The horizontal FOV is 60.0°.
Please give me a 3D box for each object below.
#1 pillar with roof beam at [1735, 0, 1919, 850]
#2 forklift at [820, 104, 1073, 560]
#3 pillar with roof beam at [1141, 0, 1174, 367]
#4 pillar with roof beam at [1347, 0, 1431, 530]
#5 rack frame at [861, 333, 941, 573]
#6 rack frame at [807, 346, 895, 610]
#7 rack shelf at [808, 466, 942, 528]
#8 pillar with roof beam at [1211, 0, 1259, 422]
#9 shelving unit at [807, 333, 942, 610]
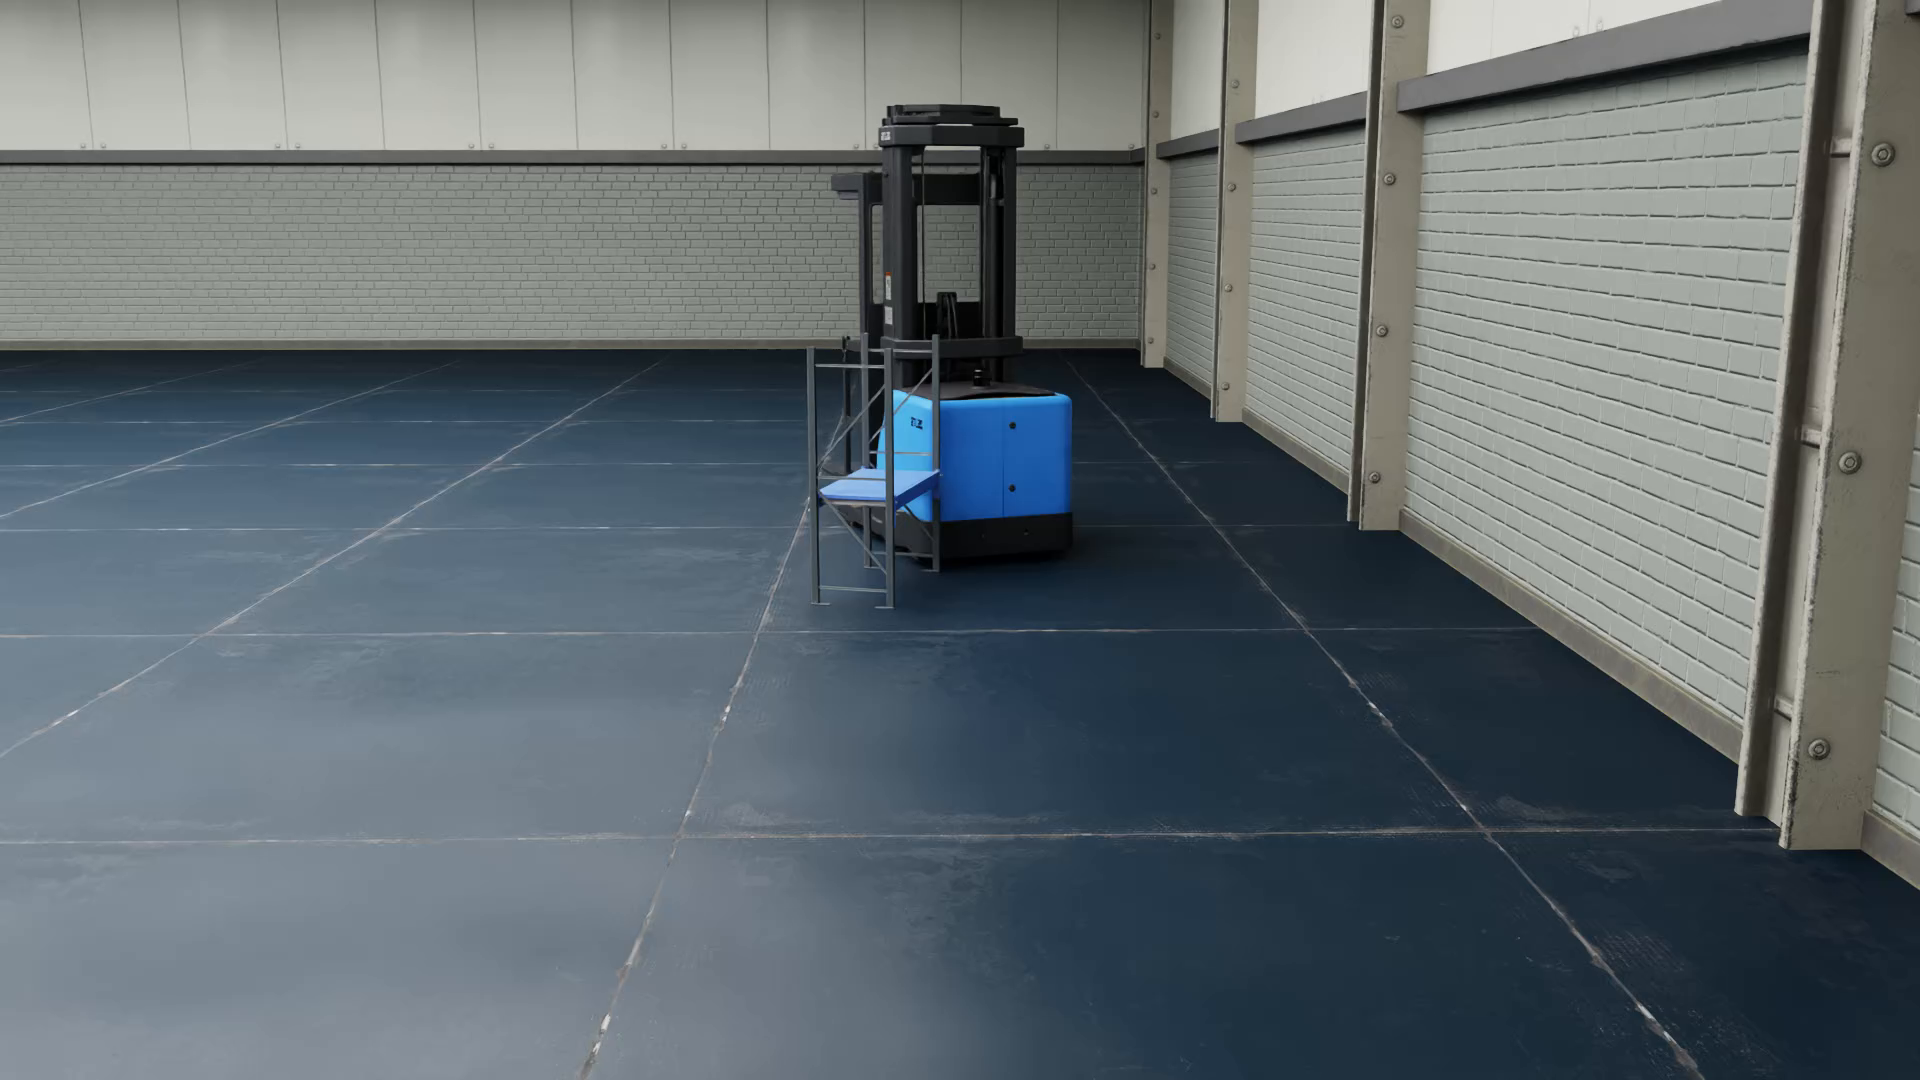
[{"bbox_3d":[-1.161,-3.310,5.243,9.100,9.000,0.400,0,11,-1],"label":"pillar with roof beam"},{"bbox_3d":[-0.262,-1.556,11.856,1.130,2.935,3.031,-4,12,-21],"label":"forklift"},{"bbox_3d":[-1.533,-6.888,22.880,9.100,9.000,0.400,0,11,-1],"label":"pillar with roof beam"},{"bbox_3d":[-1.285,-4.503,11.122,9.100,9.000,0.400,0,11,-1],"label":"pillar with roof beam"},{"bbox_3d":[-0.369,-0.544,10.466,0.500,1.500,0.032,3,12,14],"label":"rack frame"},{"bbox_3d":[-0.621,-0.348,9.501,0.500,1.500,0.032,3,12,14],"label":"rack frame"},{"bbox_3d":[-0.495,-0.269,10.019,0.538,0.185,1.000,3,12,14],"label":"rack shelf"},{"bbox_3d":[-1.409,-5.696,17.001,9.100,9.000,0.400,0,11,-1],"label":"pillar with roof beam"},{"bbox_3d":[-0.495,-0.446,9.983,0.538,1.500,1.048,3,12,14],"label":"shelving unit"}]
